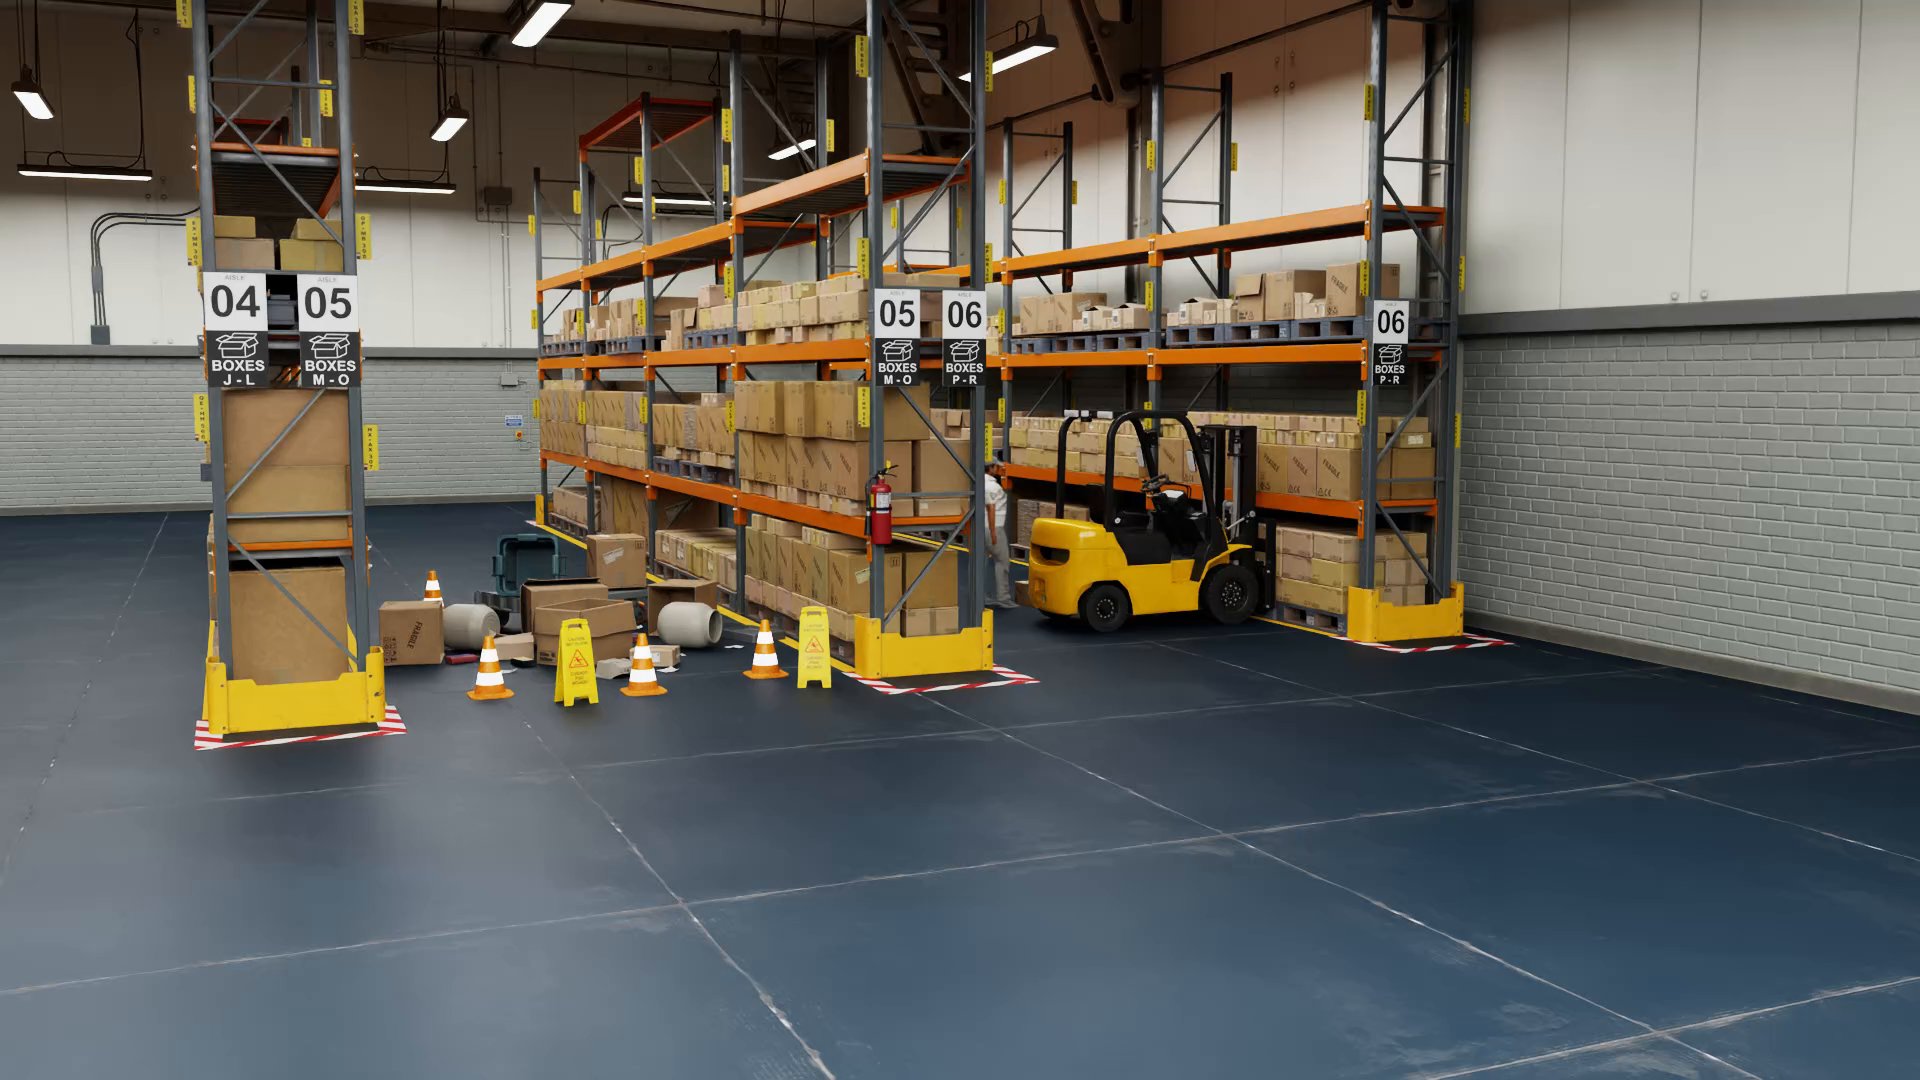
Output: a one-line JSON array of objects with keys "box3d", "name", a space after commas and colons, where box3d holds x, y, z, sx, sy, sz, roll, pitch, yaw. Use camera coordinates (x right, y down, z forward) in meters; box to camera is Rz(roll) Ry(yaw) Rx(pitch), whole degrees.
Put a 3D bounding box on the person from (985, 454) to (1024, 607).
[{"box3d": [0.372, -0.103, 18.114, 0.534, 1.684, 0.530, -4, 7, -33], "name": "person"}]
